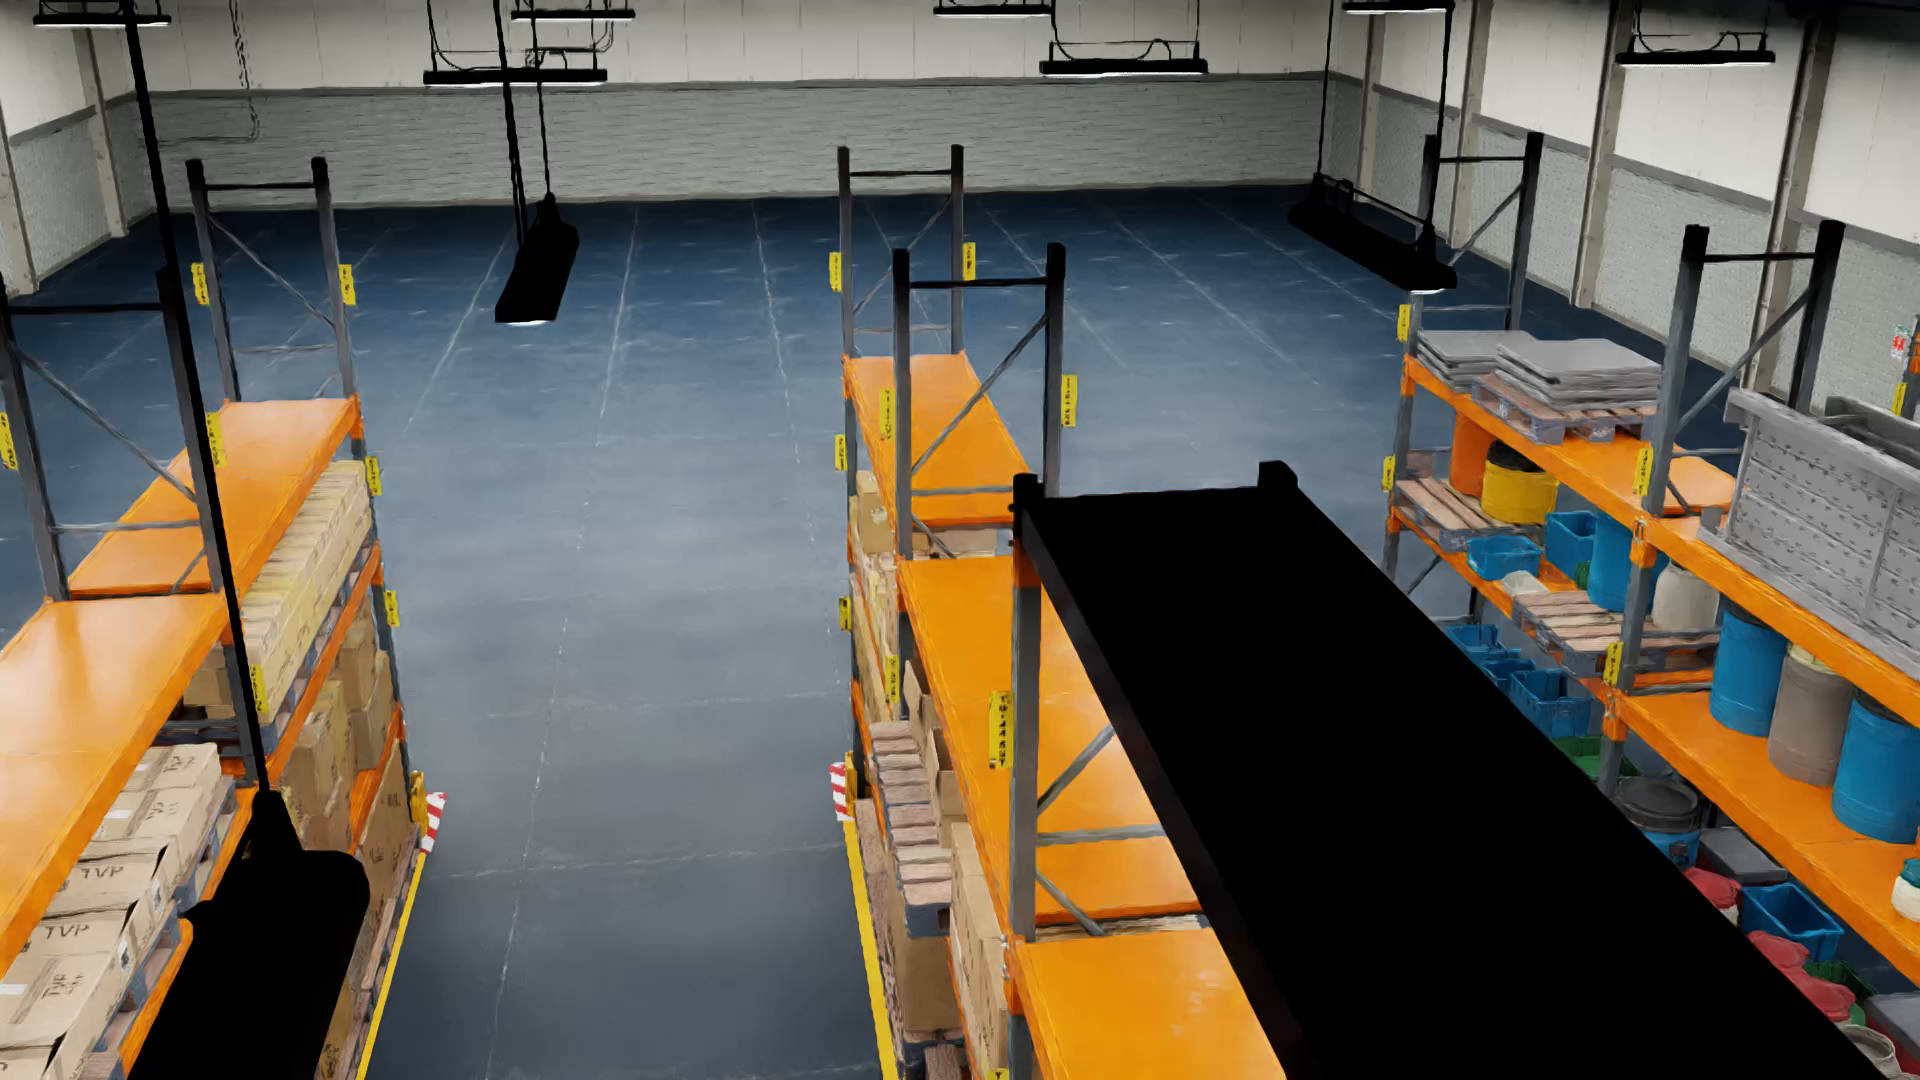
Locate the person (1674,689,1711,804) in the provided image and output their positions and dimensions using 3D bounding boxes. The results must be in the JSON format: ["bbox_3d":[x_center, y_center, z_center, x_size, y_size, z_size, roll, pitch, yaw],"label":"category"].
[{"bbox_3d":[6.917,1.571,15.296,0.450,1.727,0.584,-16,27,-35],"label":"person"}]
